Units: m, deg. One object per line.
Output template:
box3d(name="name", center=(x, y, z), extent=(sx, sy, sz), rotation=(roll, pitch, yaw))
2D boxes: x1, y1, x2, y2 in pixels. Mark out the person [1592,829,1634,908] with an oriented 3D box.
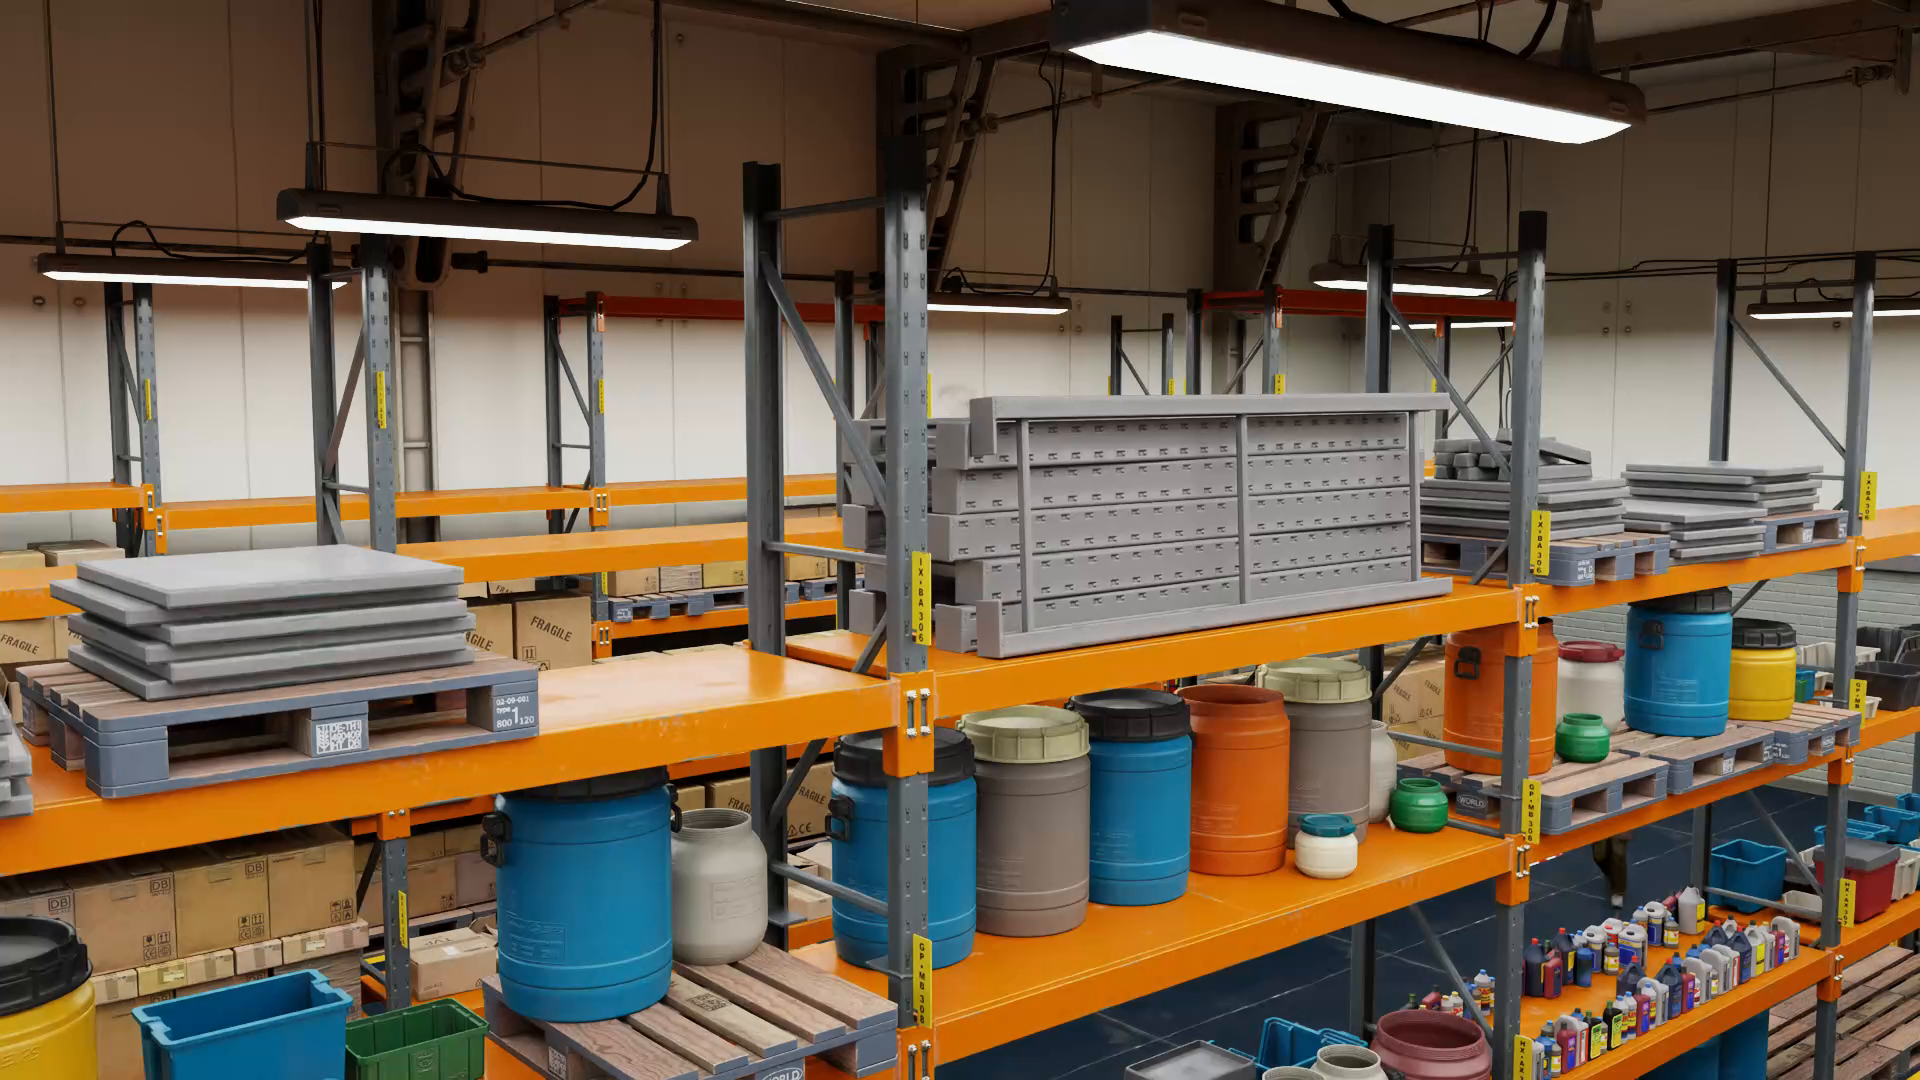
box3d(name="person", center=(6.394, 2.728, 16.517), extent=(0.741, 1.720, 0.693), rotation=(2, 6, 21))
